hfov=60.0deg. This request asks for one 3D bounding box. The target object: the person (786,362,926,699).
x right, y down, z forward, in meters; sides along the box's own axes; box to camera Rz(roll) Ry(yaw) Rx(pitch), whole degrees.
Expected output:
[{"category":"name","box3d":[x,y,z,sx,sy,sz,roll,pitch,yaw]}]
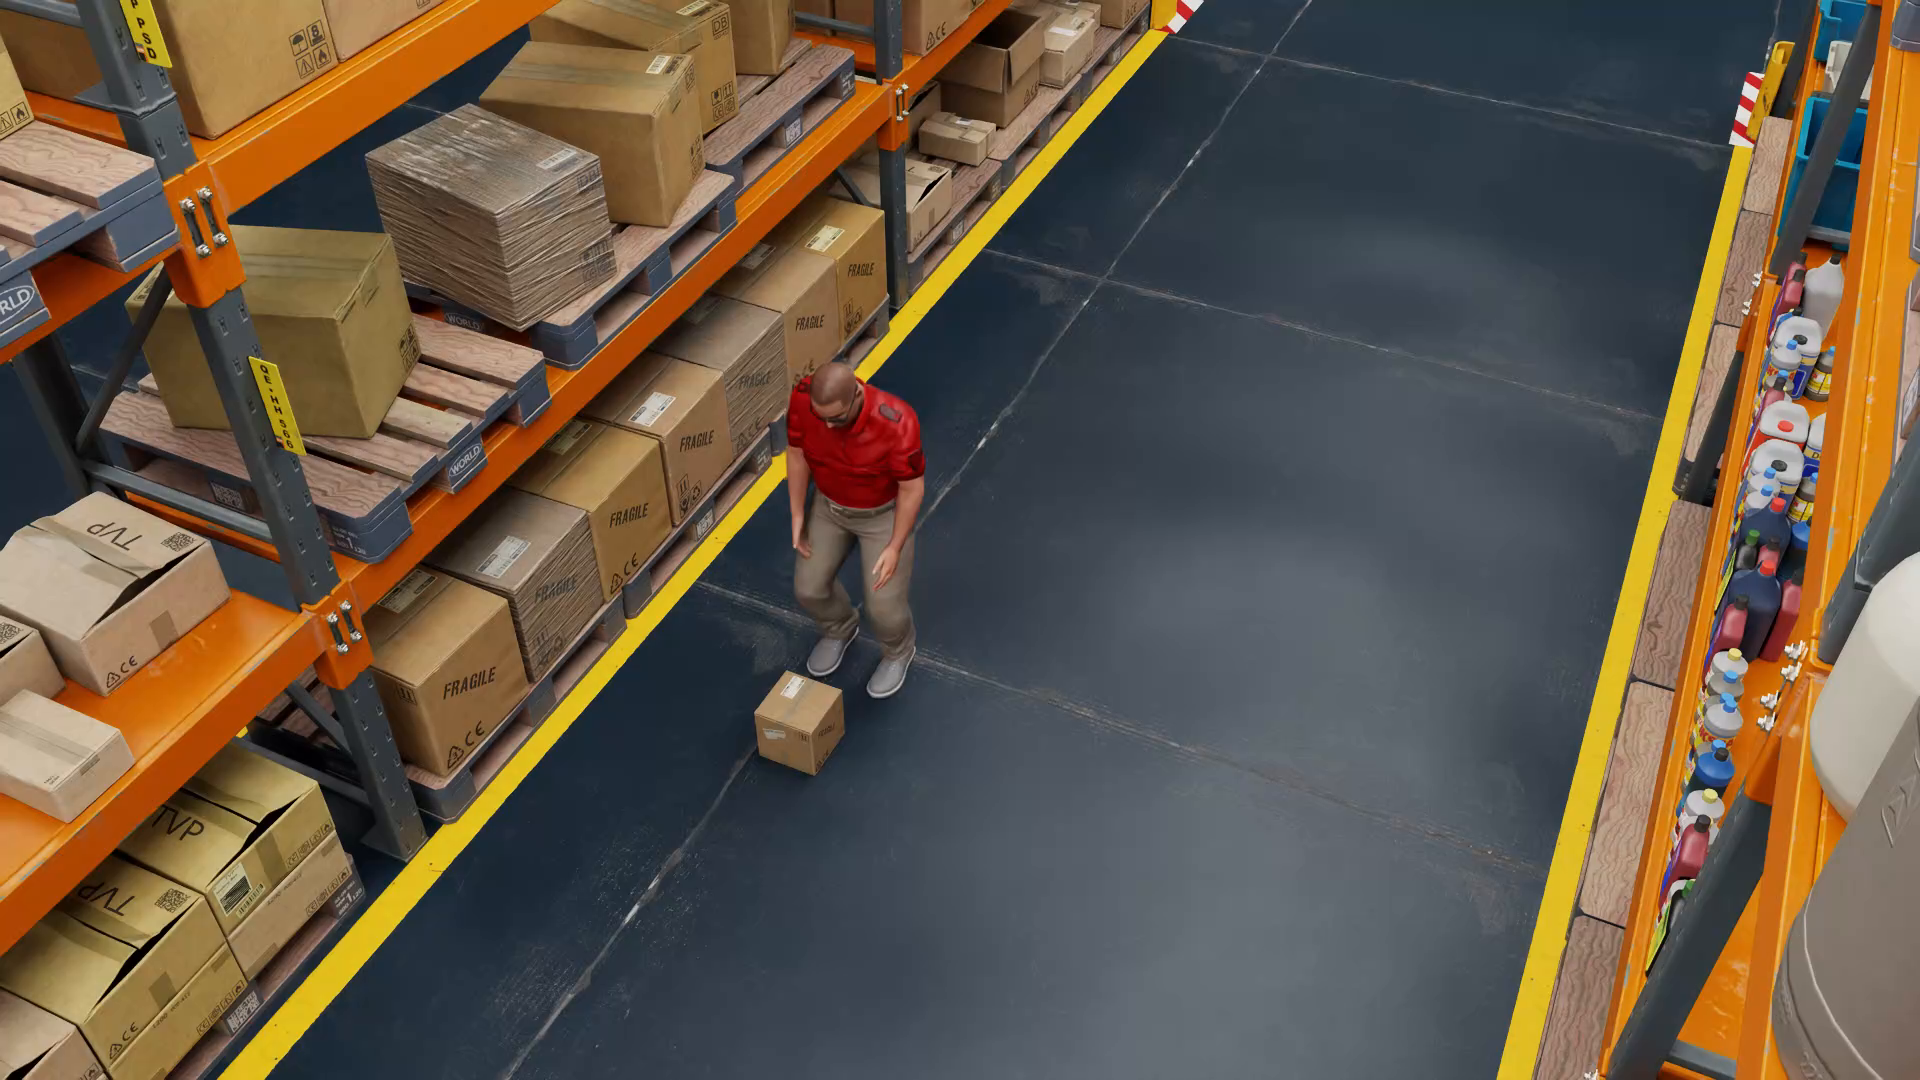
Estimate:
[{"category":"person","box3d":[-0.377,-0.081,6.351,0.571,1.624,0.503,19,45,20]}]
